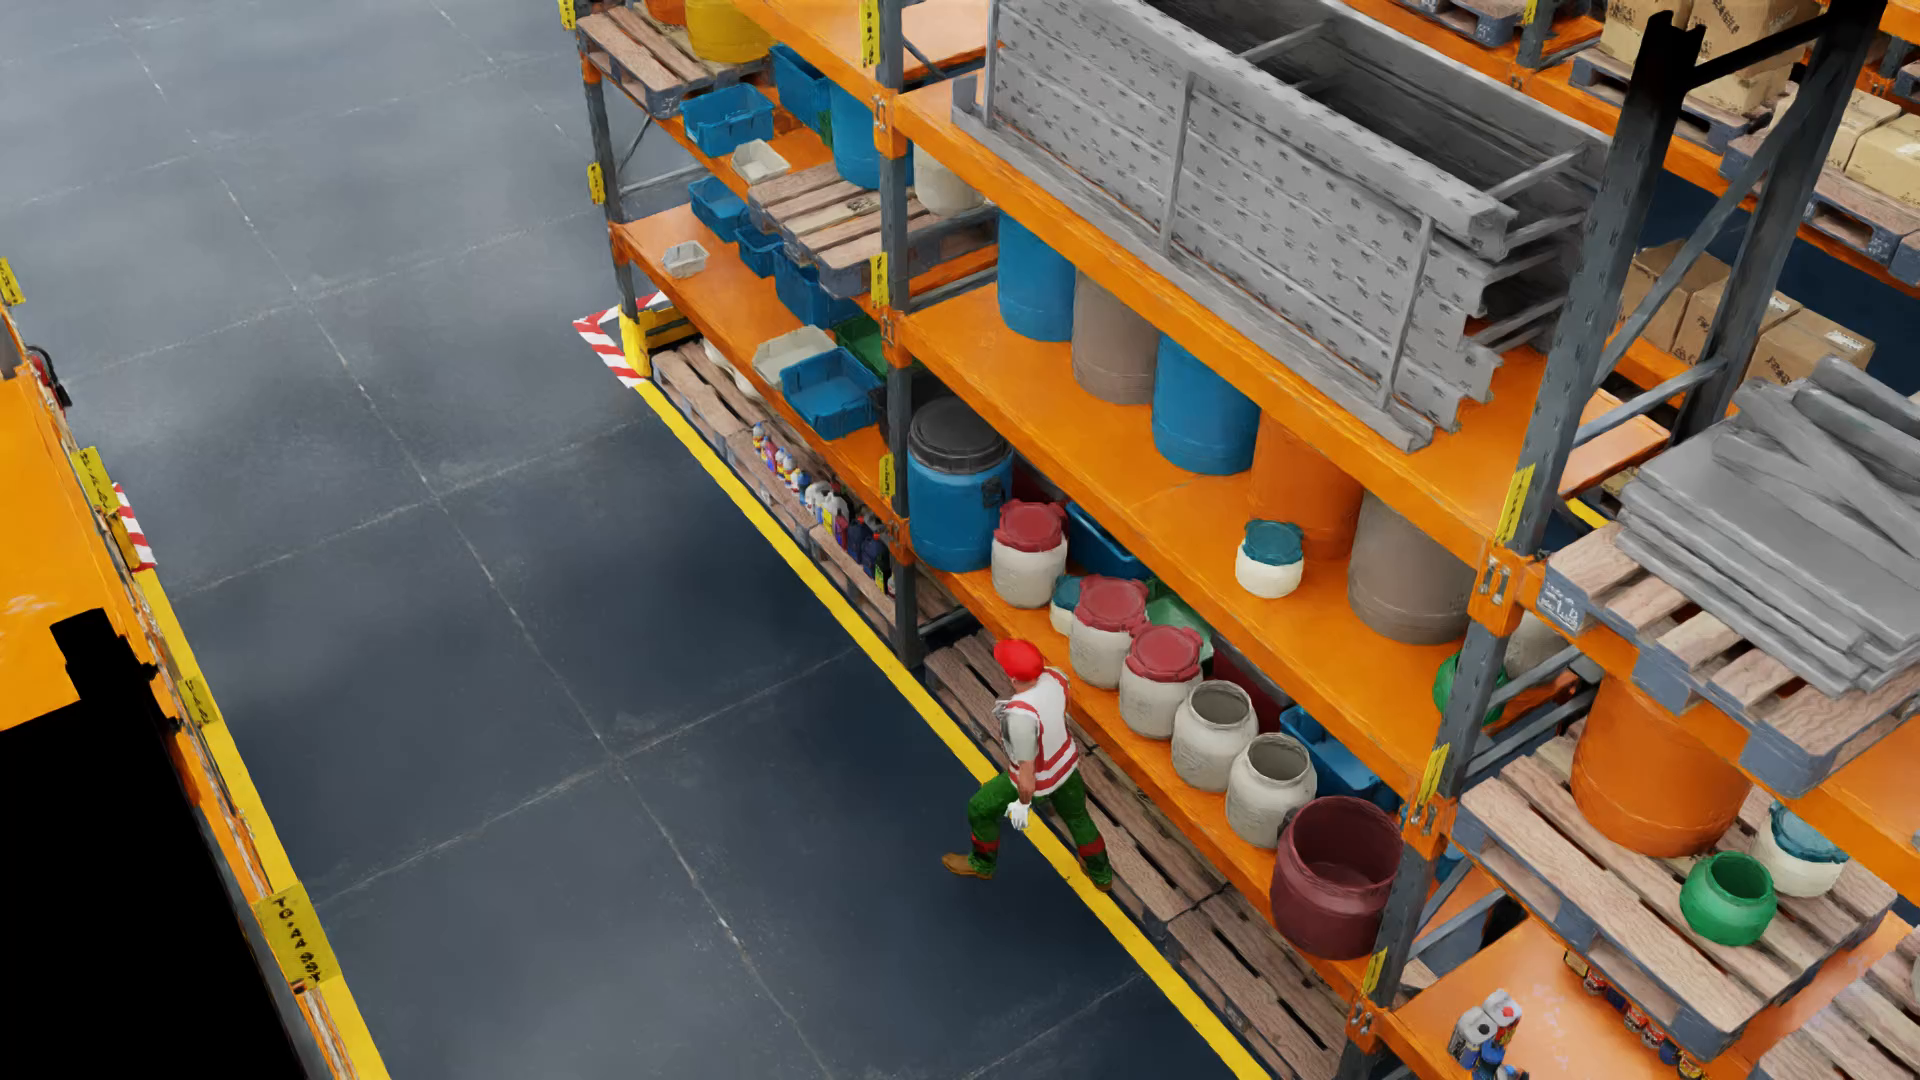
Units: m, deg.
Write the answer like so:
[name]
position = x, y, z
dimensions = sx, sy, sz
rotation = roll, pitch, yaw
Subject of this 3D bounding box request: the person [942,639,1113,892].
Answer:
[person]
position = 0.412, 1.213, 8.770
dimensions = 0.852, 1.706, 0.685
rotation = 29, 50, 28
